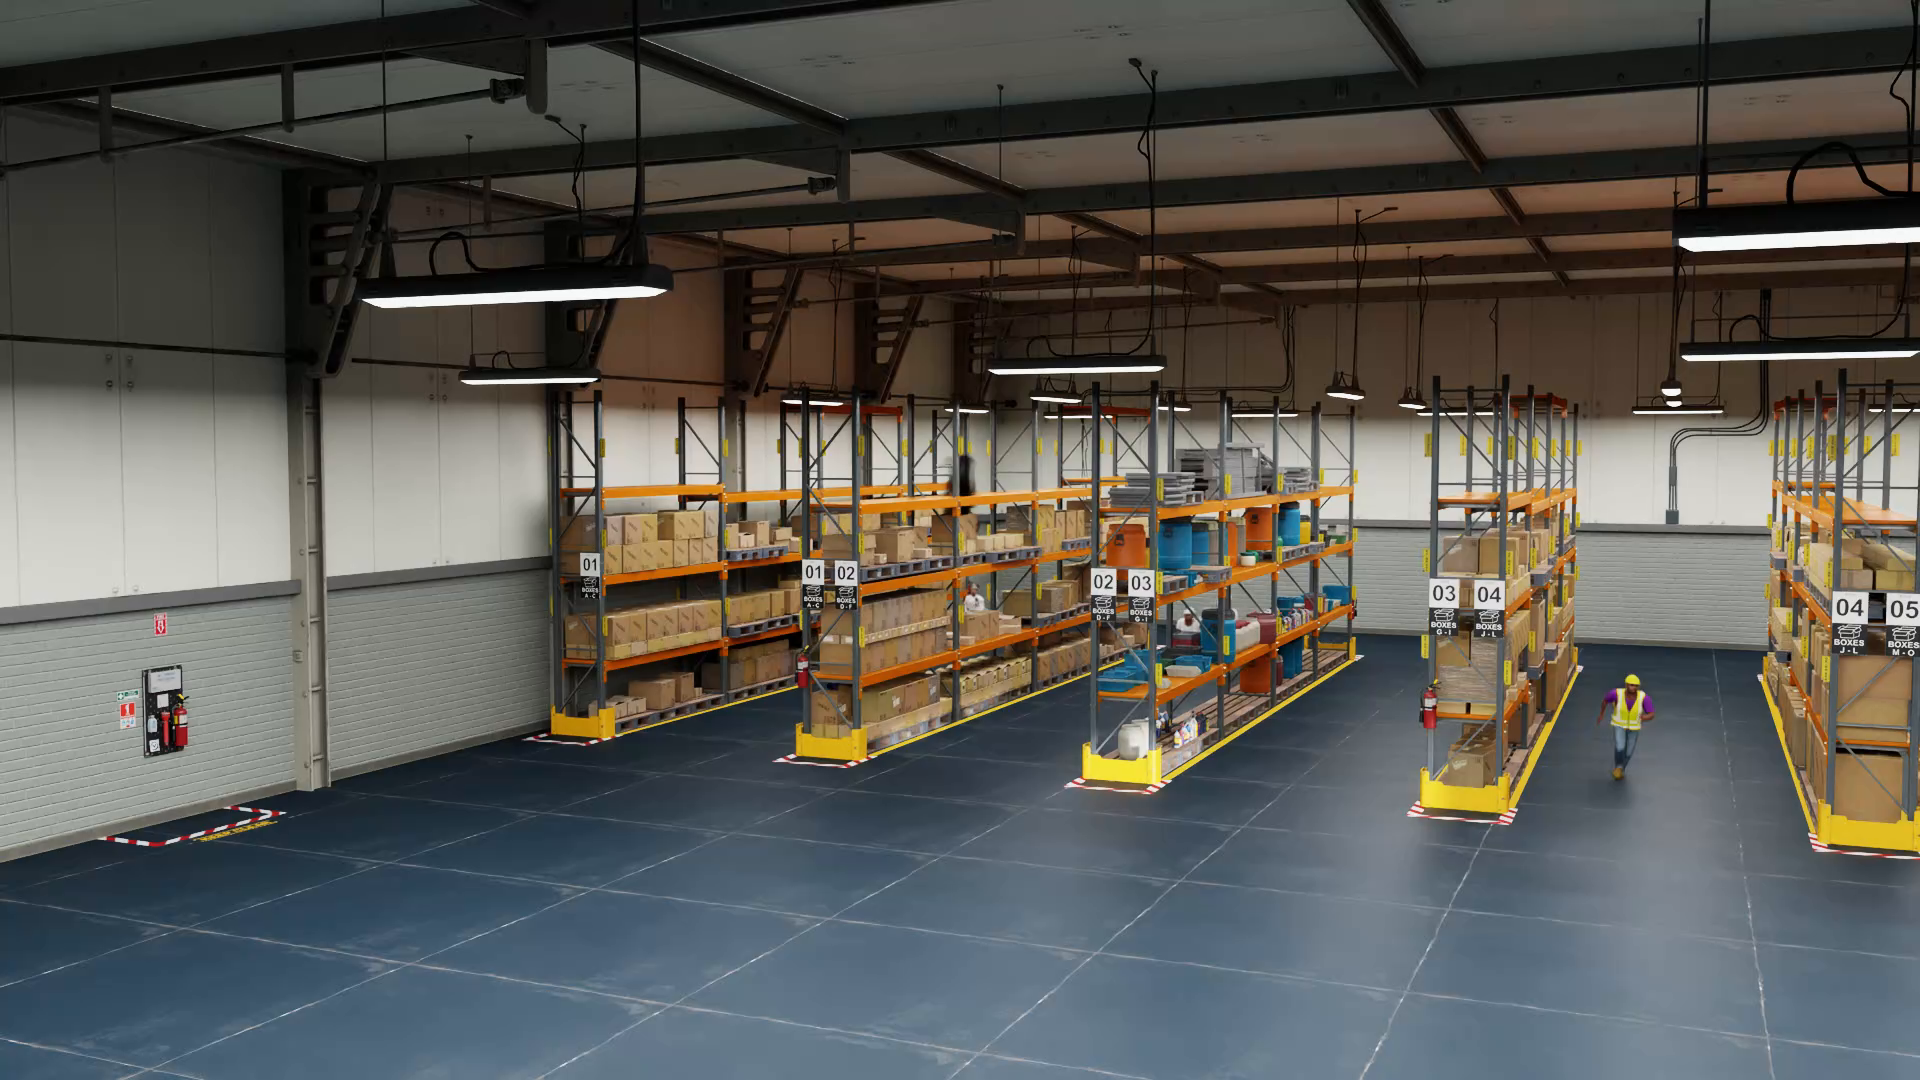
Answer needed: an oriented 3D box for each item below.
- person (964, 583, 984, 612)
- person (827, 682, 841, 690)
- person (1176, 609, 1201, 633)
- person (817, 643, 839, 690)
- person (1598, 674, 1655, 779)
[{"bbox_3d":[0.317,1.917,40.656,0.583,1.713,0.695,1,3,13],"label":"person"},{"bbox_3d":[-2.497,2.381,33.030,0.536,1.644,0.693,0,3,4],"label":"person"},{"bbox_3d":[4.846,2.250,34.878,0.692,1.692,0.767,1,3,22],"label":"person"},{"bbox_3d":[-2.505,2.398,32.512,0.587,1.623,0.797,0,3,-7],"label":"person"},{"bbox_3d":[9.955,2.796,24.840,0.710,1.625,0.971,0,3,8],"label":"person"}]
